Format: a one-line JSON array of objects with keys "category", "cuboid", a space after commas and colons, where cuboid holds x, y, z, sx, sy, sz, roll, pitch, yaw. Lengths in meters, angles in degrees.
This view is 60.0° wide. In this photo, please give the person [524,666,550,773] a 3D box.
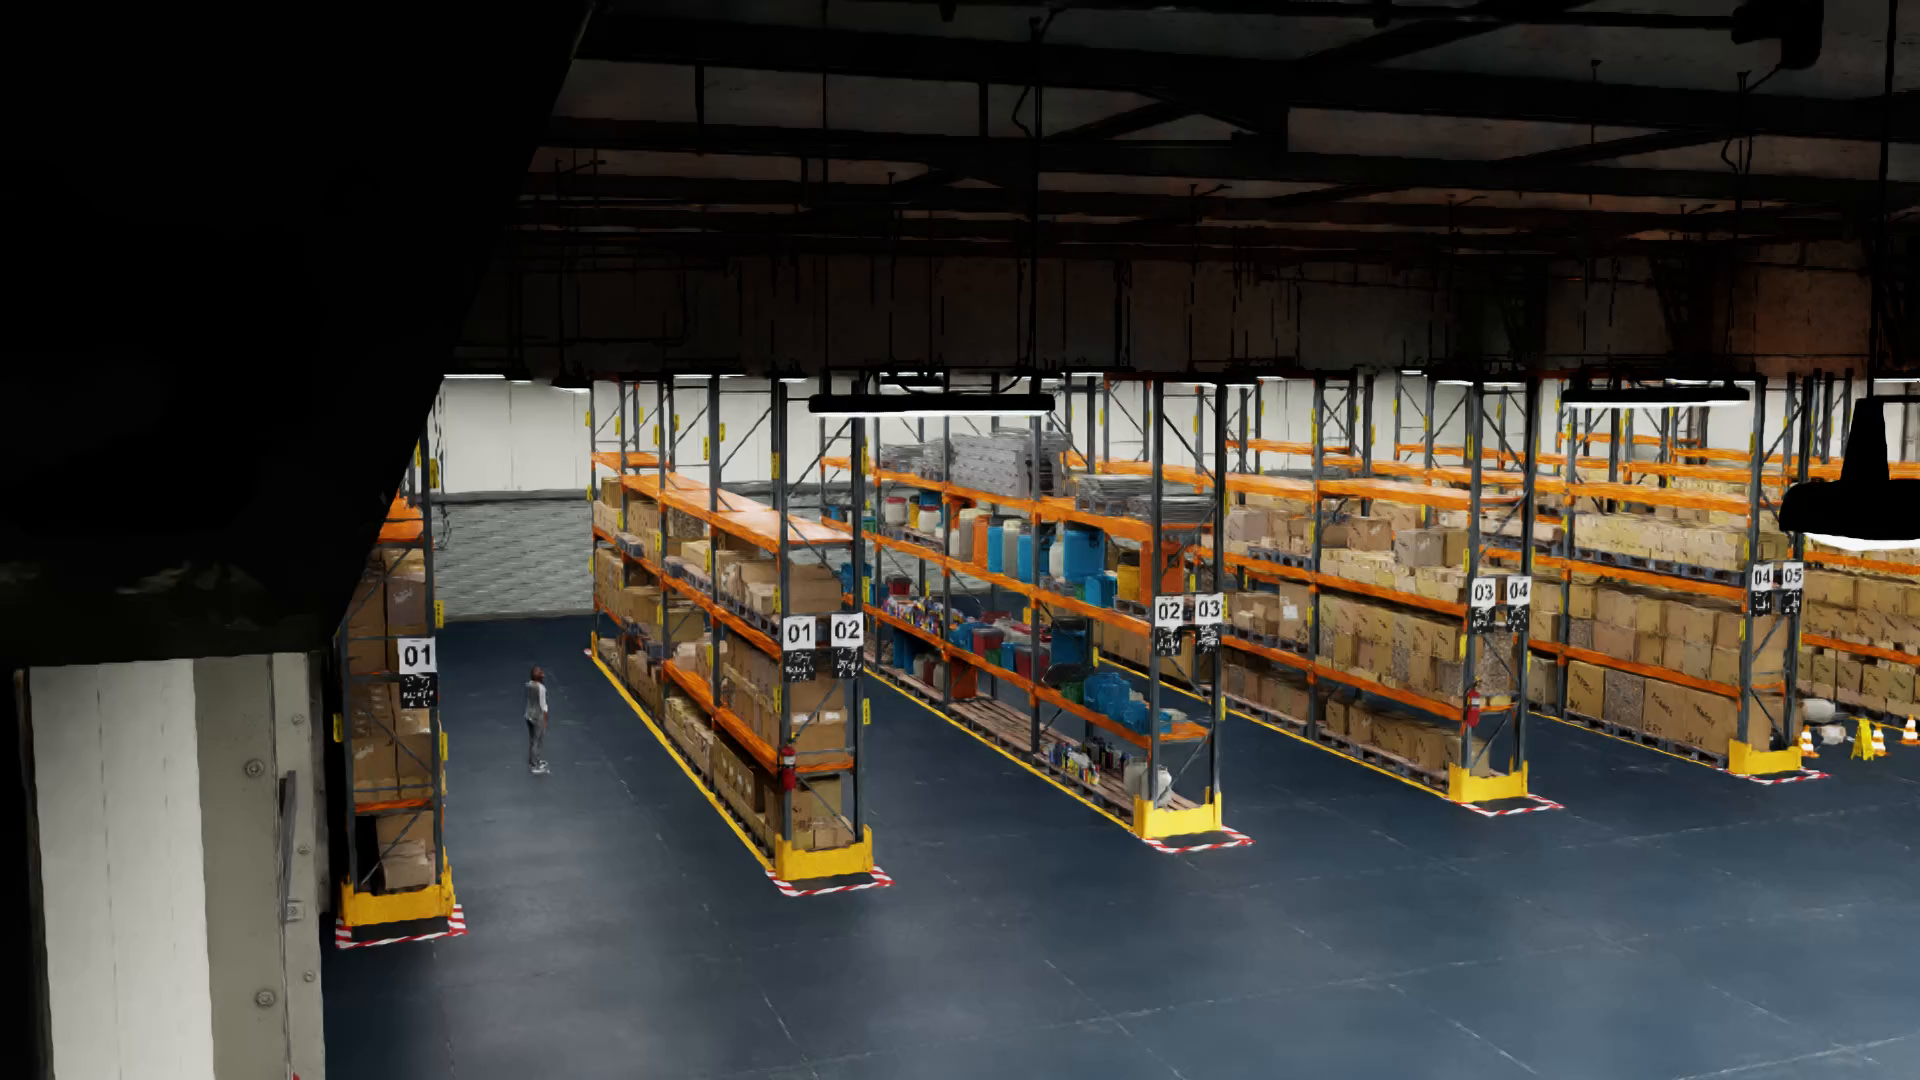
[{"category": "person", "cuboid": [-6.391, 2.727, 25.235, 0.504, 1.568, 0.419, 6, 9, 42]}]

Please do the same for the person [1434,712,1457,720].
[{"category": "person", "cuboid": [8.498, 2.239, 28.892, 0.593, 1.733, 0.457, 5, 8, 40]}]
